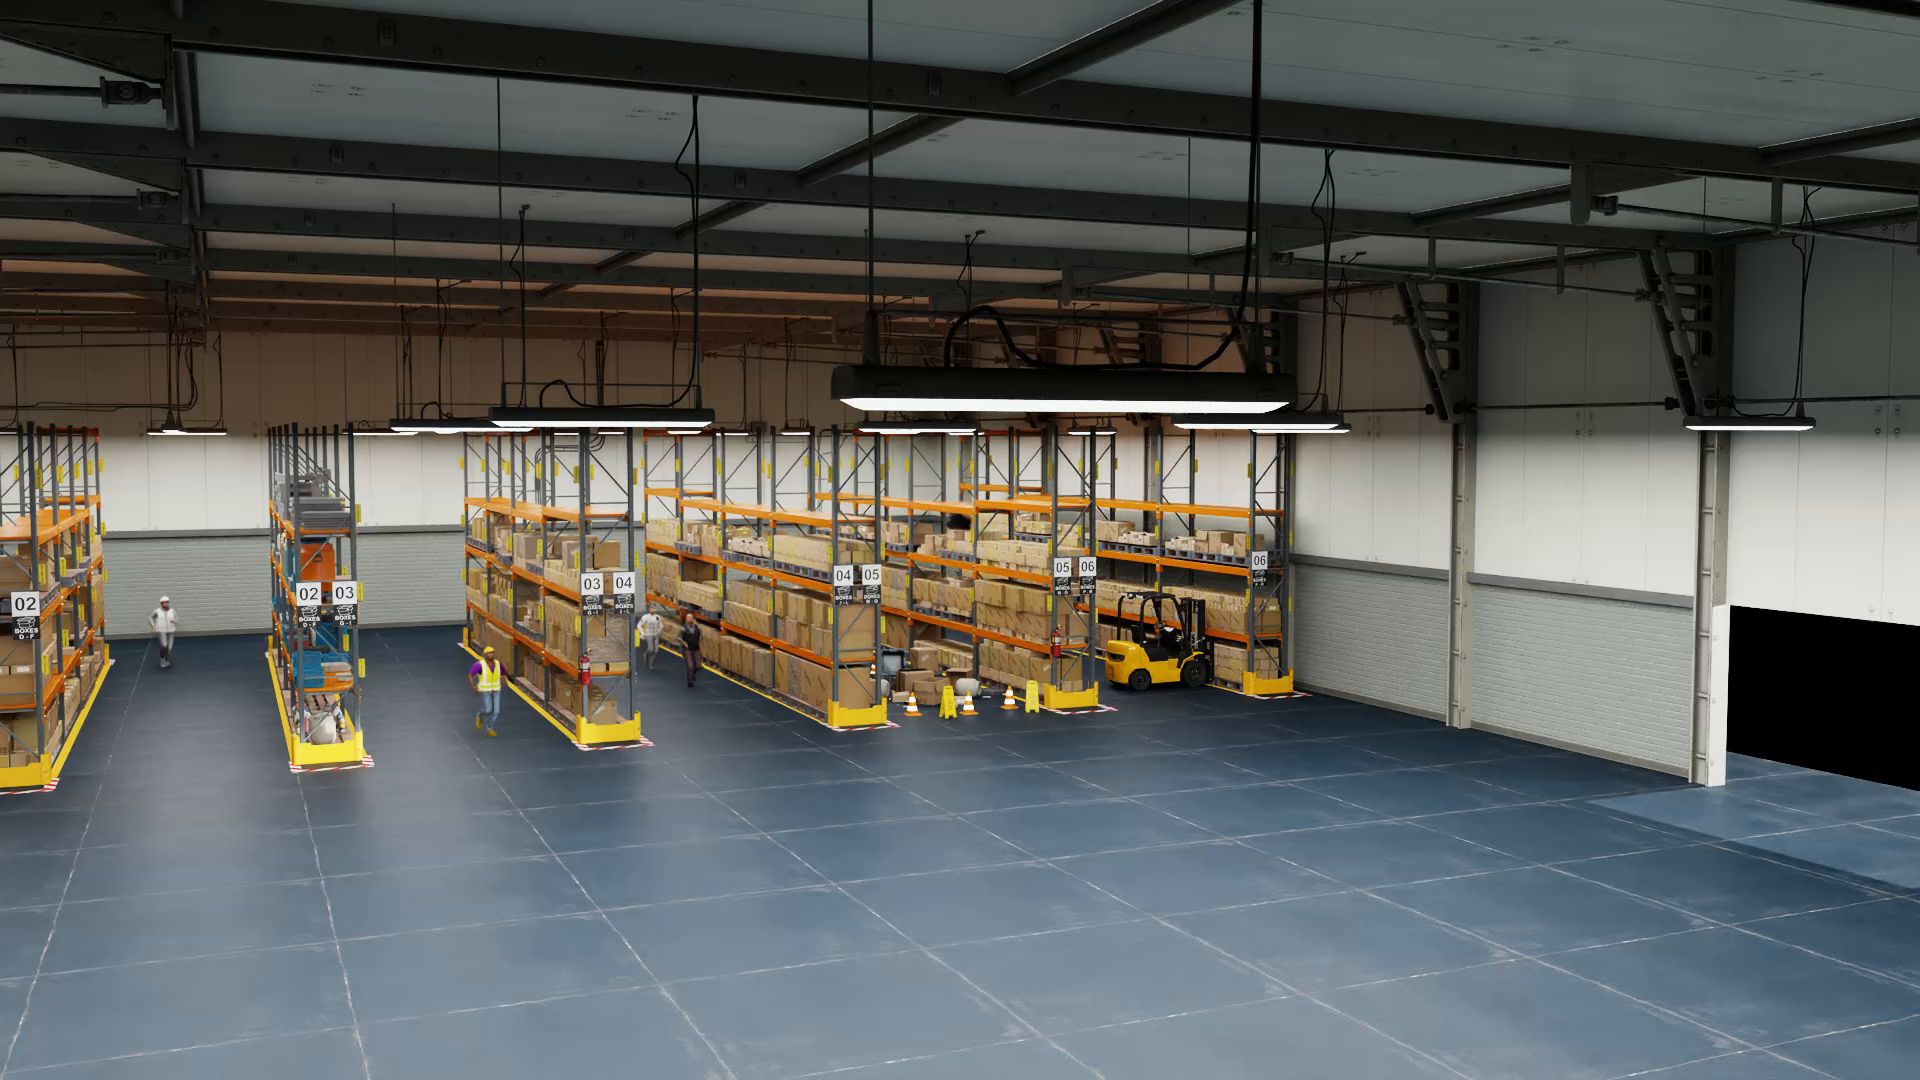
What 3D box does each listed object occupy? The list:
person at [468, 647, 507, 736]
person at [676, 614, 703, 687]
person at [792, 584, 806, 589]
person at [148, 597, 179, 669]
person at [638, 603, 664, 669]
[{"bbox_3d":[-9.049,2.909,31.991,0.730,1.726,0.594,-3,4,-37],"label":"person"},{"bbox_3d":[-6.201,2.542,38.333,0.656,1.673,0.604,-2,4,-28],"label":"person"},{"bbox_3d":[-4.838,1.725,51.174,0.898,1.789,0.734,-1,4,-11],"label":"person"},{"bbox_3d":[-19.820,2.309,41.482,0.635,1.793,0.719,-3,5,-42],"label":"person"},{"bbox_3d":[-7.610,2.384,41.145,0.615,1.658,0.541,-2,4,-30],"label":"person"}]
